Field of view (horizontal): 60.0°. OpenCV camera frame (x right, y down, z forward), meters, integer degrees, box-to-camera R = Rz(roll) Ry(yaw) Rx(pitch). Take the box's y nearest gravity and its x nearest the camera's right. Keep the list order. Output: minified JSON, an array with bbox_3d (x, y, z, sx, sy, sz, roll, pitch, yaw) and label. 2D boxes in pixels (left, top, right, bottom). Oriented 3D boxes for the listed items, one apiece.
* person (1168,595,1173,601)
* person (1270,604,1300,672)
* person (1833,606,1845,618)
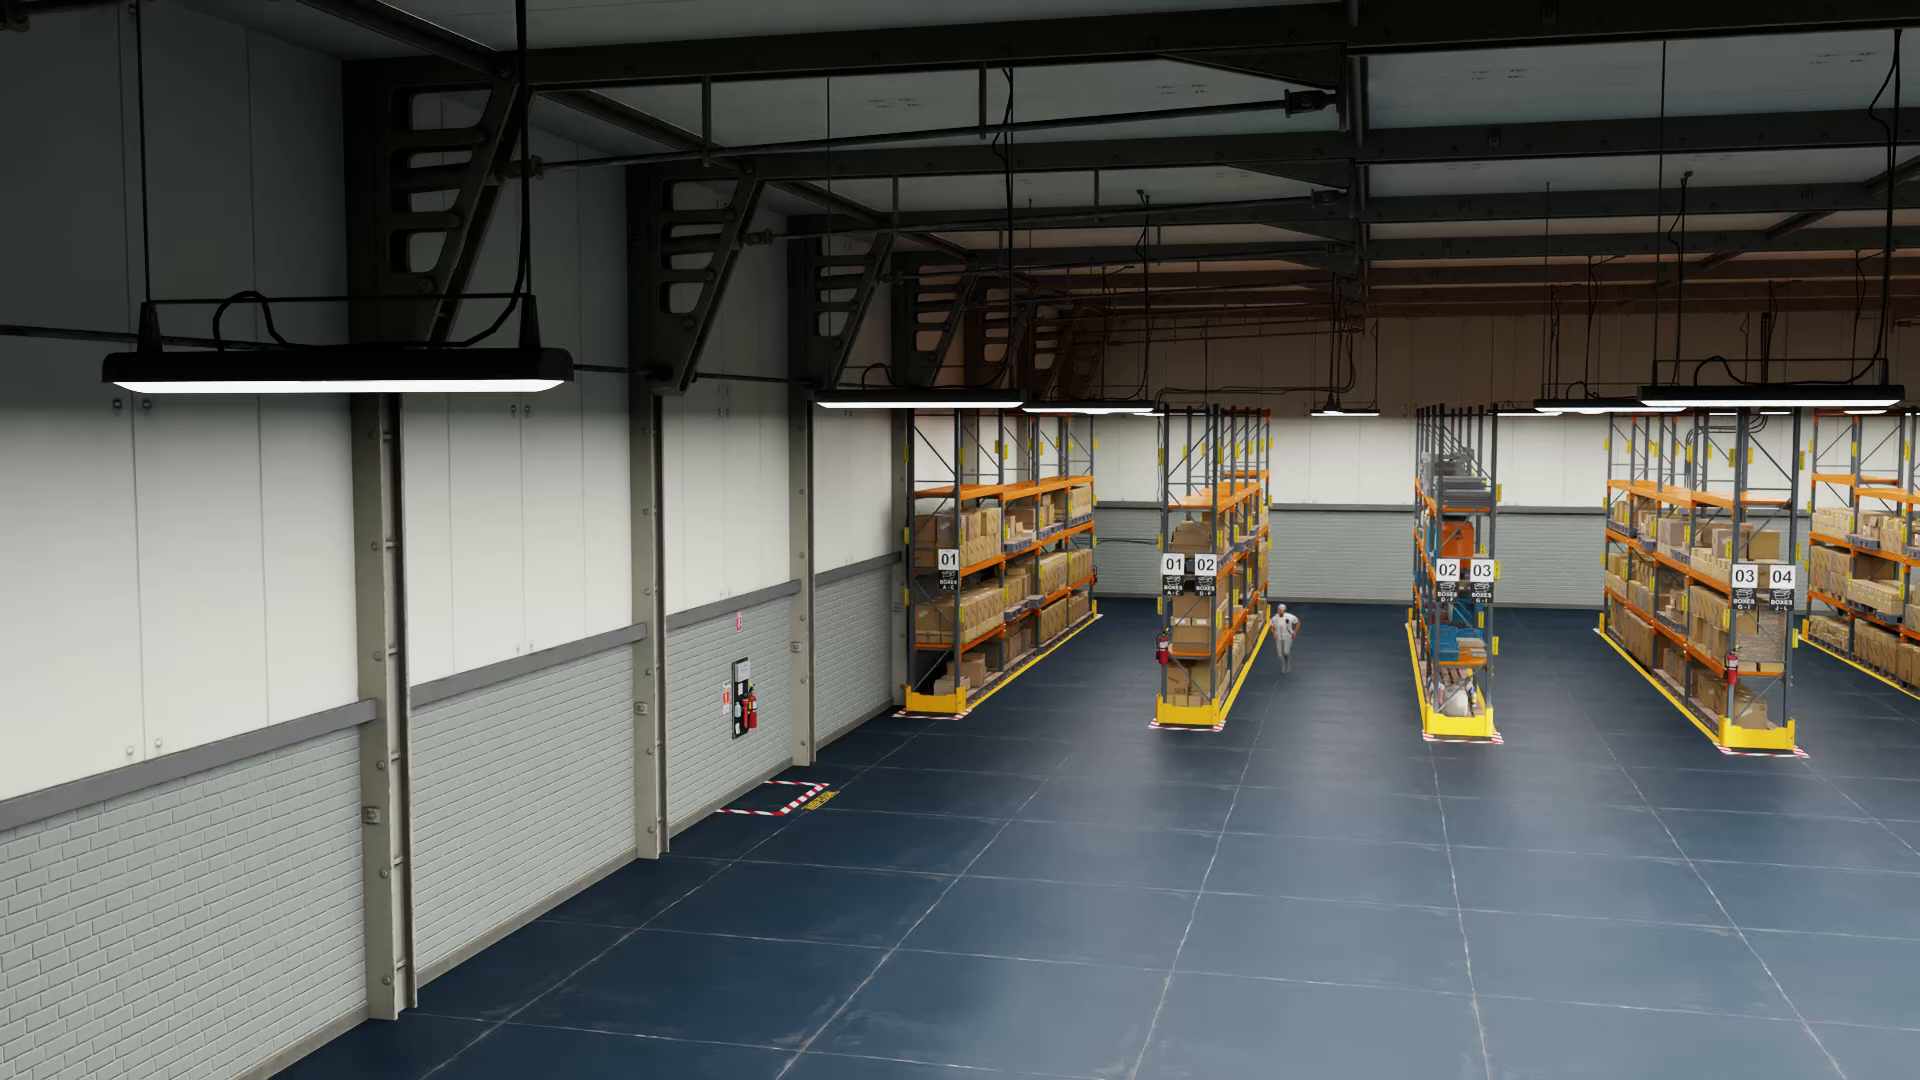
[{"bbox_3d":[6.804,1.157,51.496,1.035,1.624,0.461,3,5,40],"label":"person"},{"bbox_3d":[7.318,2.216,37.401,0.655,1.572,0.744,2,5,23],"label":"person"},{"bbox_3d":[23.712,1.723,44.626,1.004,1.493,0.405,3,5,34],"label":"person"}]
